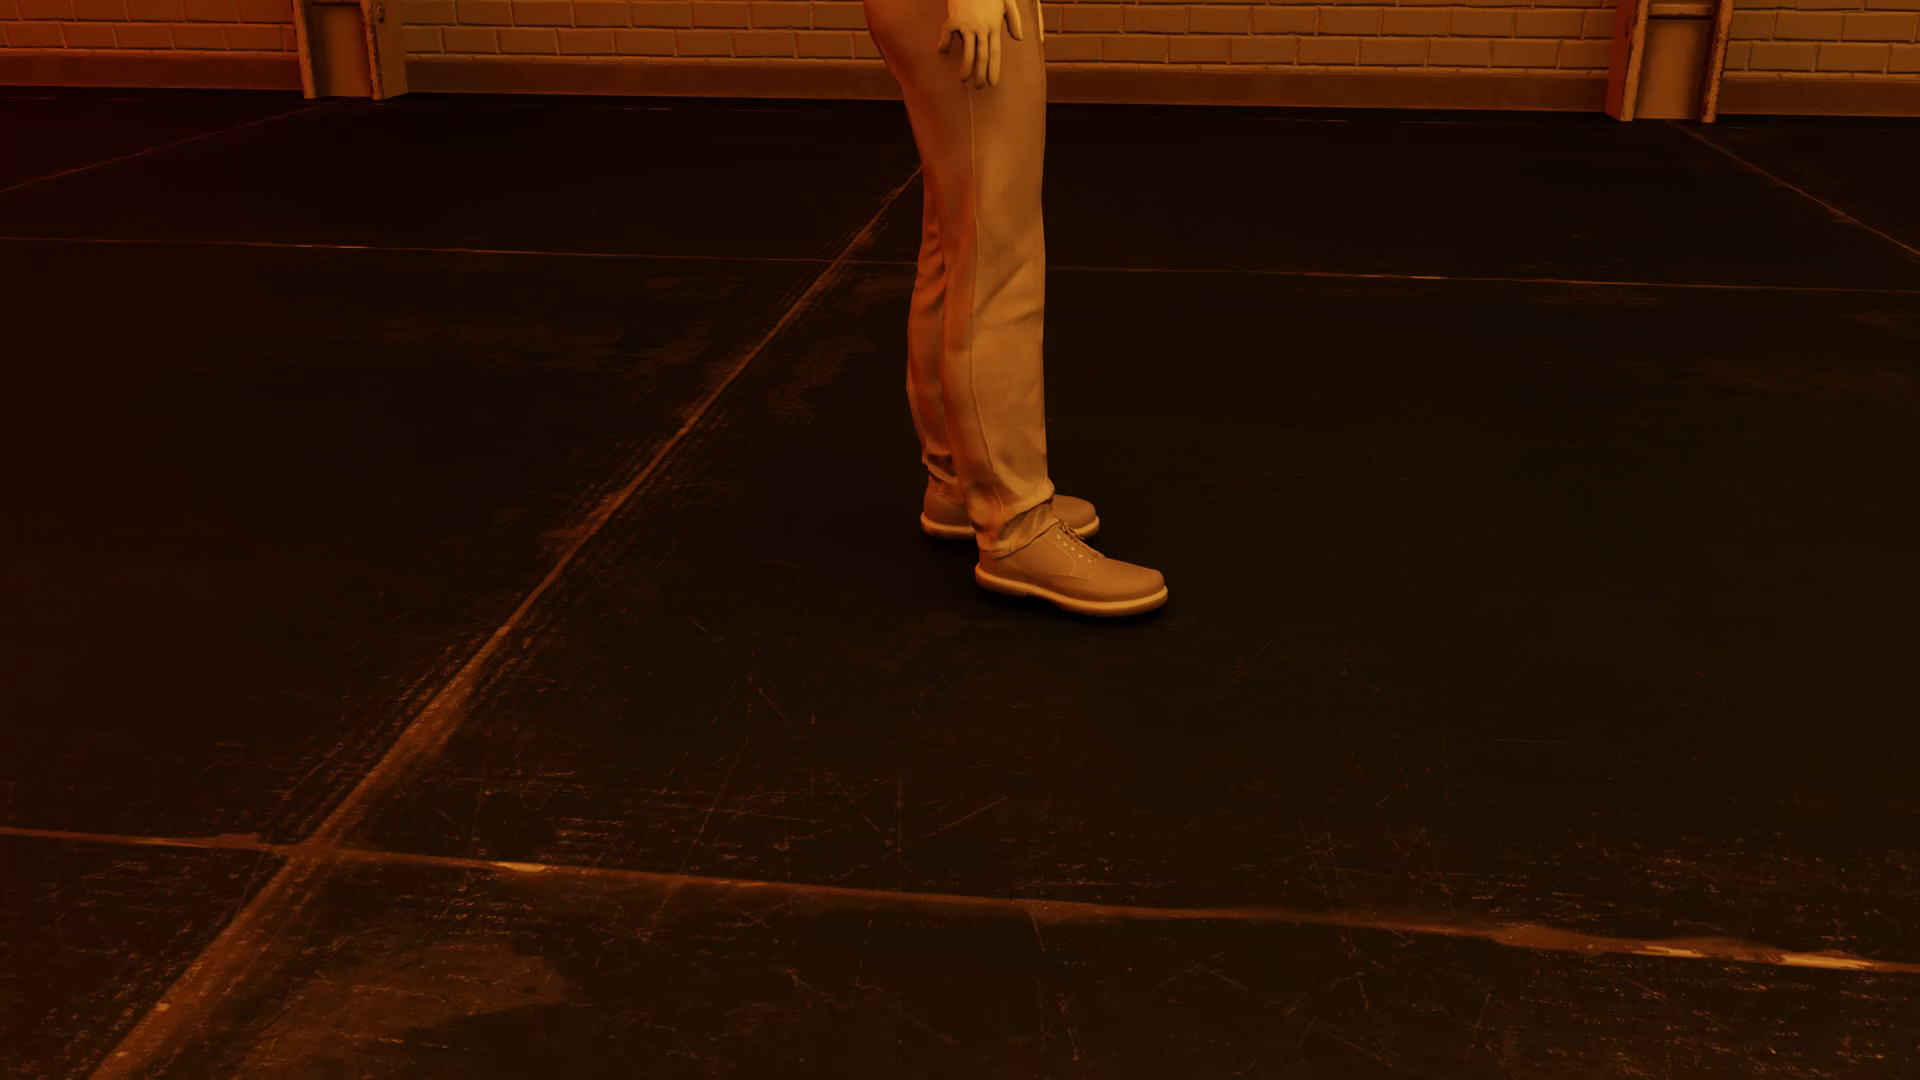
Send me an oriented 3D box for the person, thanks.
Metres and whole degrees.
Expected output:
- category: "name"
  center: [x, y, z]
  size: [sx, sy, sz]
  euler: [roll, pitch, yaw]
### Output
- category: "person"
  center: [0.067, -0.787, 2.344]
  size: [0.531, 1.695, 0.588]
  euler: [3, 22, 7]
